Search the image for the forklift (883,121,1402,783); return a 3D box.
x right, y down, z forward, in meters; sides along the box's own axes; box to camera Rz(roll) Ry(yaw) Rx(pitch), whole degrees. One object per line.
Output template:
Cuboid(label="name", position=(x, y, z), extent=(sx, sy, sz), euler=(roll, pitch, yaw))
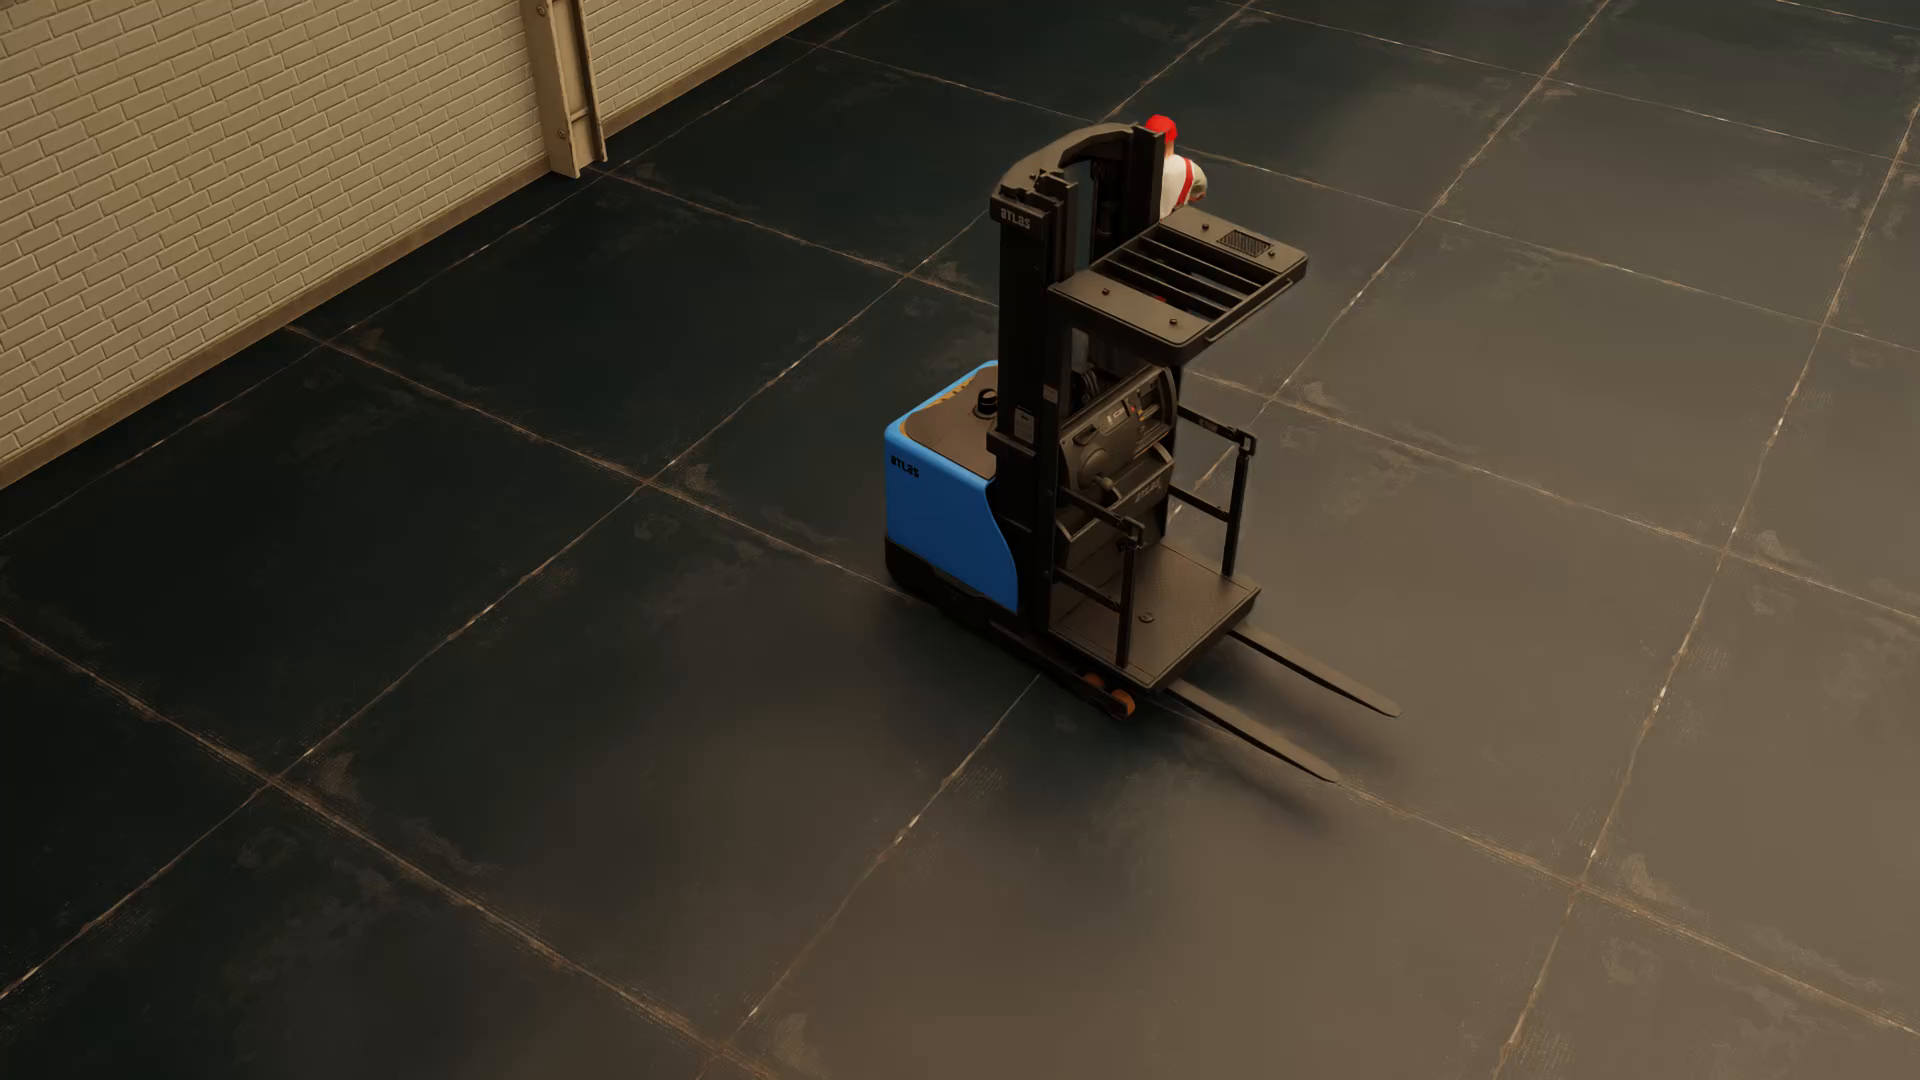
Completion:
Cuboid(label="forklift", position=(0.992, -0.526, 8.588), extent=(3.031, 2.935, 1.130), euler=(30, 49, 30))

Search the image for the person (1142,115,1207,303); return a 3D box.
Cuboid(label="person", position=(1.325, -2.125, 11.423), extent=(0.664, 1.716, 0.706), euler=(9, 41, 11))
